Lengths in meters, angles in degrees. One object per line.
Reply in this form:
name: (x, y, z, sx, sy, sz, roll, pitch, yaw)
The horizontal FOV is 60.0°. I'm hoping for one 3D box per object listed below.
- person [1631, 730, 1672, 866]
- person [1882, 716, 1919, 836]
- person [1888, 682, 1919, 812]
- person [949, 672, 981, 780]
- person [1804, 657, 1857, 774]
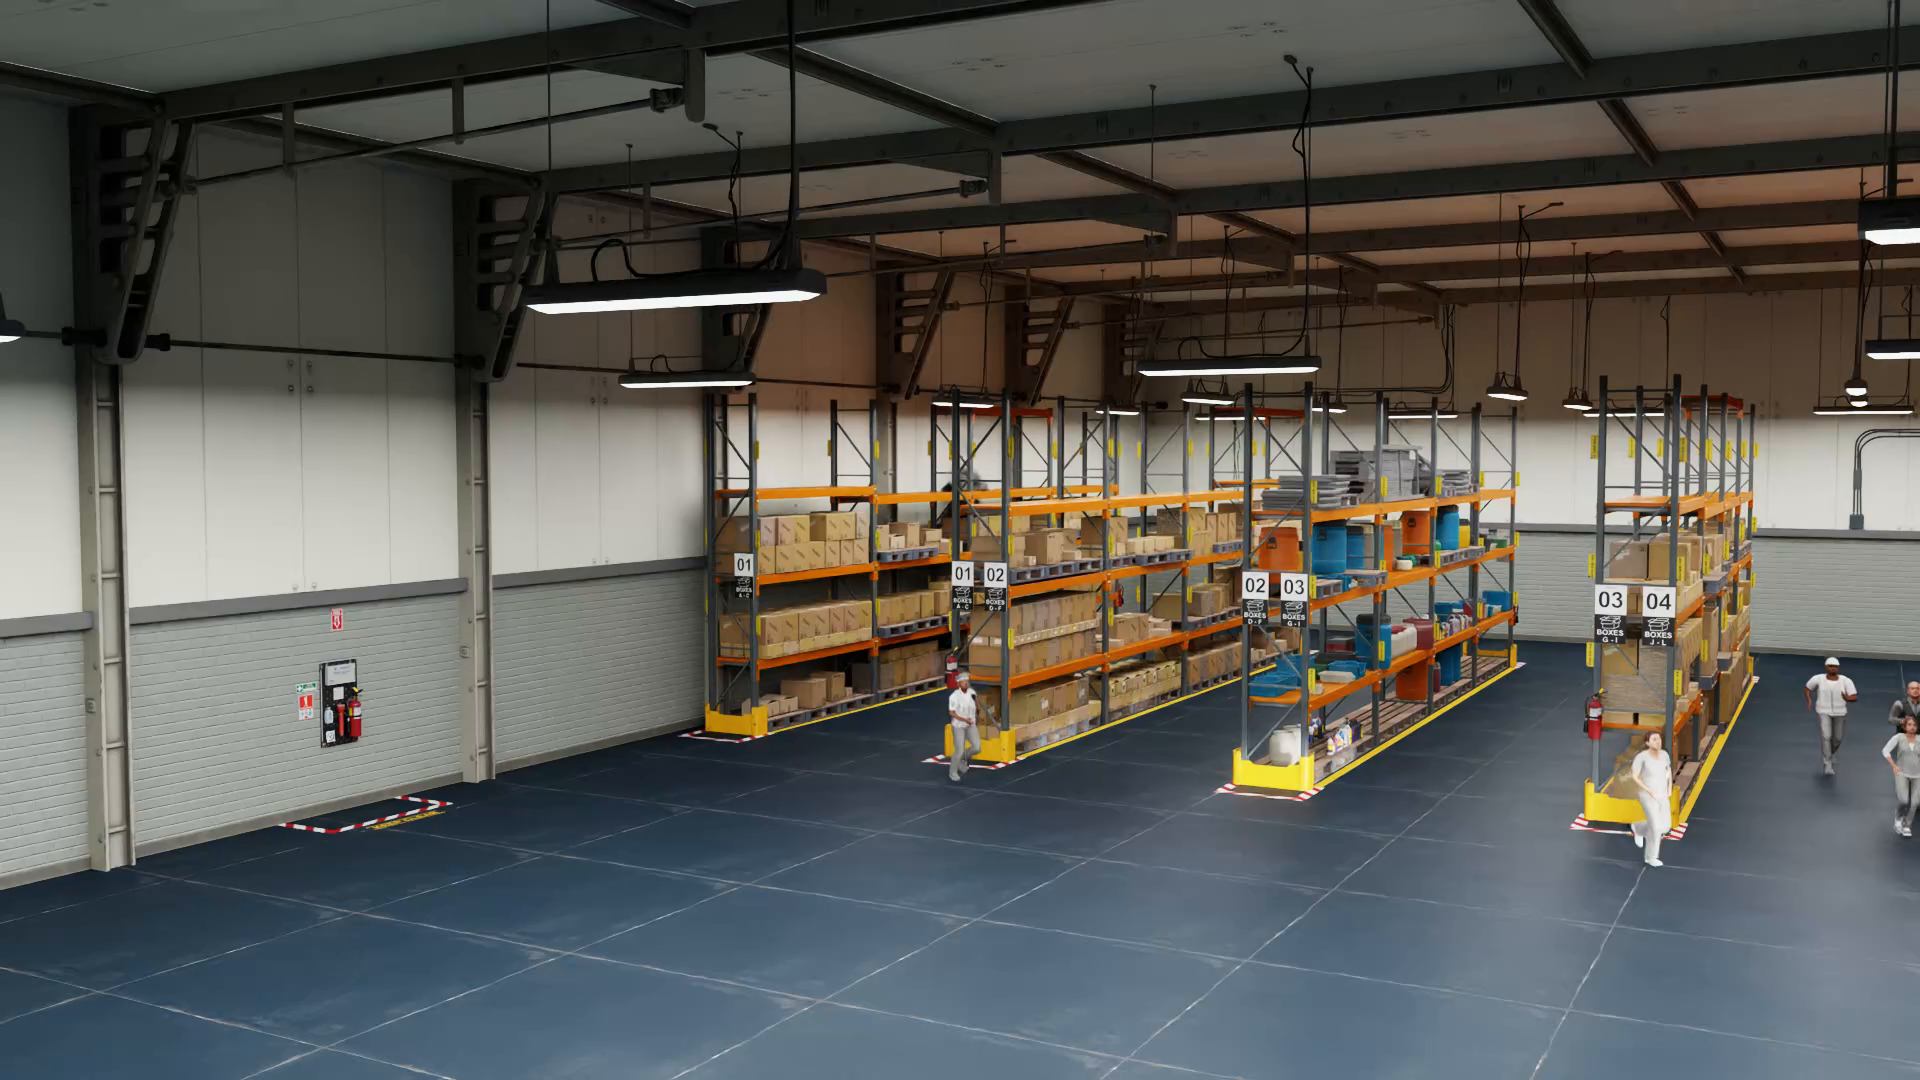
person: (8.363, 3.101, 20.149, 0.573, 1.640, 0.647, -1, 3, -13)
person: (12.206, 3.053, 21.390, 0.527, 1.559, 0.550, 1, 3, 16)
person: (13.371, 2.865, 23.323, 0.647, 1.760, 0.837, 2, 3, 27)
person: (0.097, 2.817, 25.150, 0.604, 1.660, 0.696, -2, 4, -29)
person: (13.524, 2.695, 25.813, 0.700, 1.754, 0.989, 1, 3, 18)
